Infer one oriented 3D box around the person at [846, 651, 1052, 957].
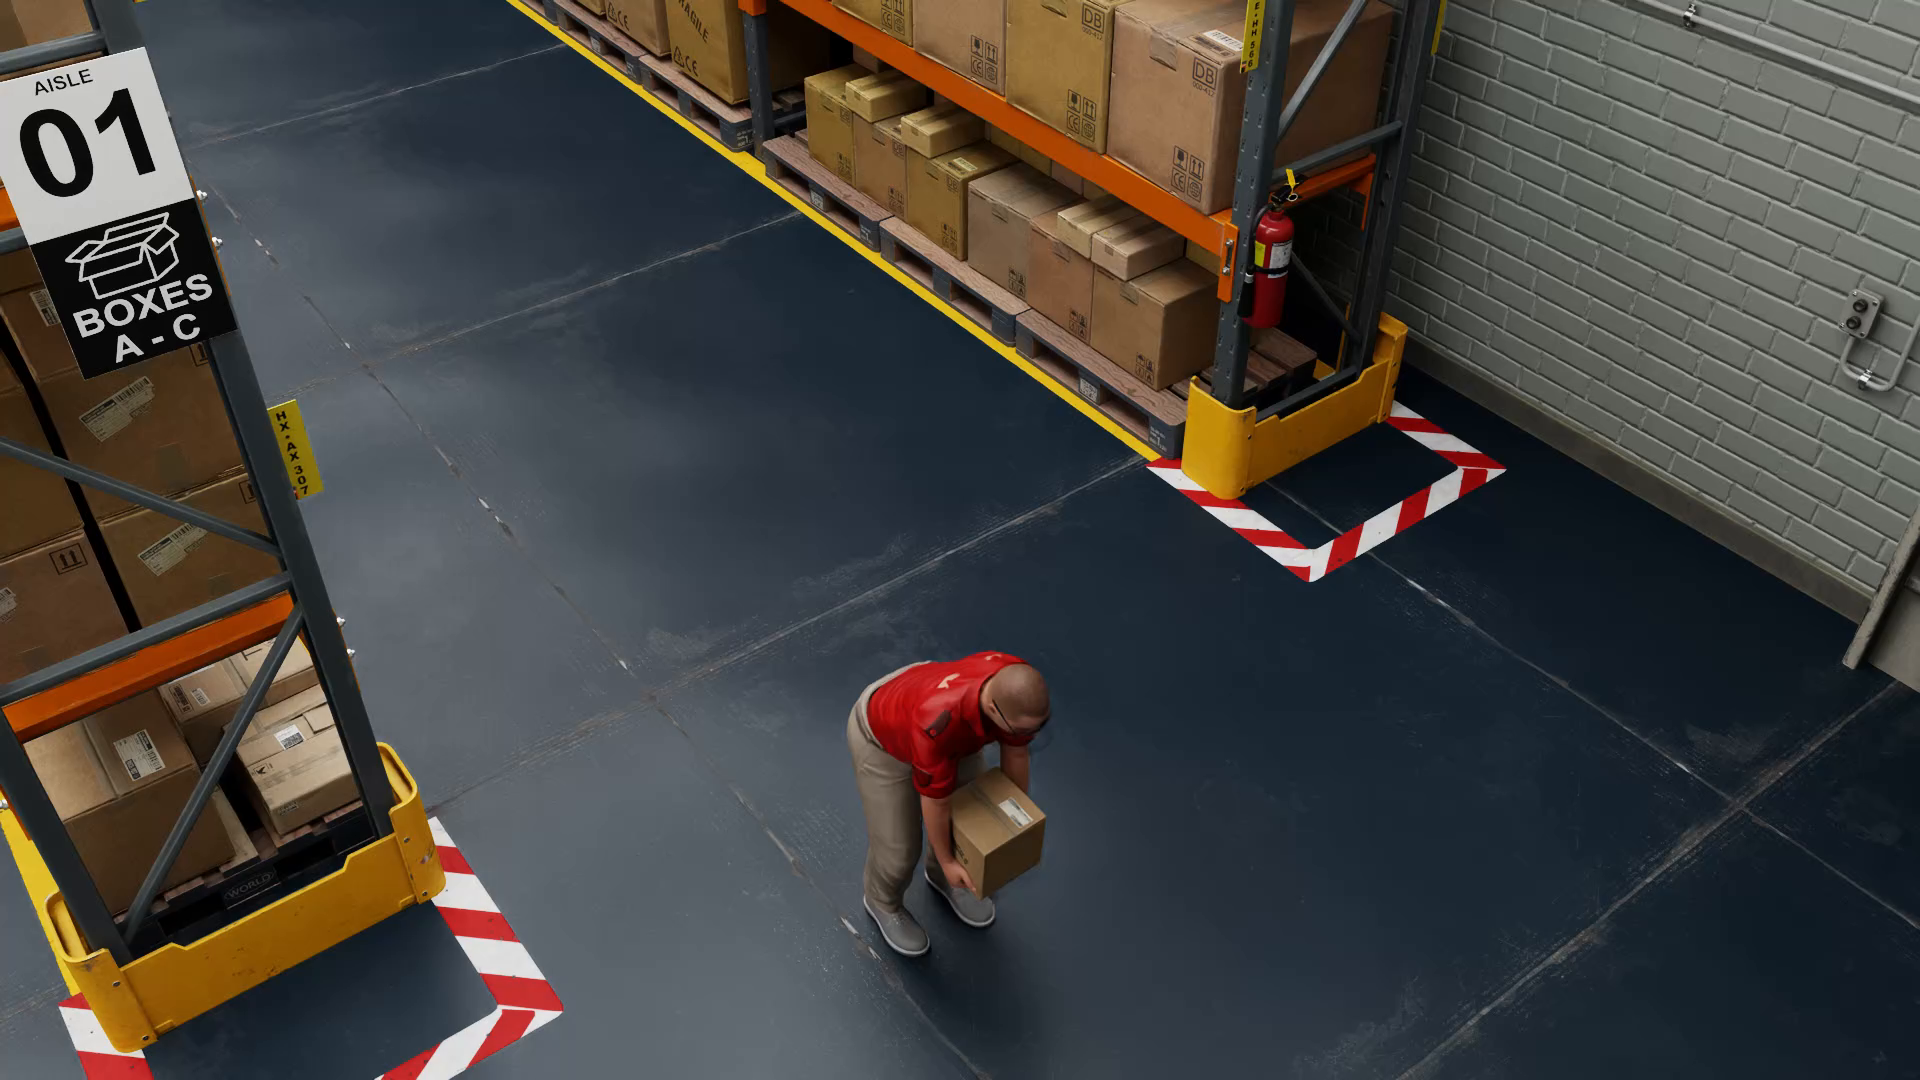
[{"bbox_3d":[-0.020,0.812,5.385,0.486,1.501,0.779,-27,47,-29],"label":"person"}]
